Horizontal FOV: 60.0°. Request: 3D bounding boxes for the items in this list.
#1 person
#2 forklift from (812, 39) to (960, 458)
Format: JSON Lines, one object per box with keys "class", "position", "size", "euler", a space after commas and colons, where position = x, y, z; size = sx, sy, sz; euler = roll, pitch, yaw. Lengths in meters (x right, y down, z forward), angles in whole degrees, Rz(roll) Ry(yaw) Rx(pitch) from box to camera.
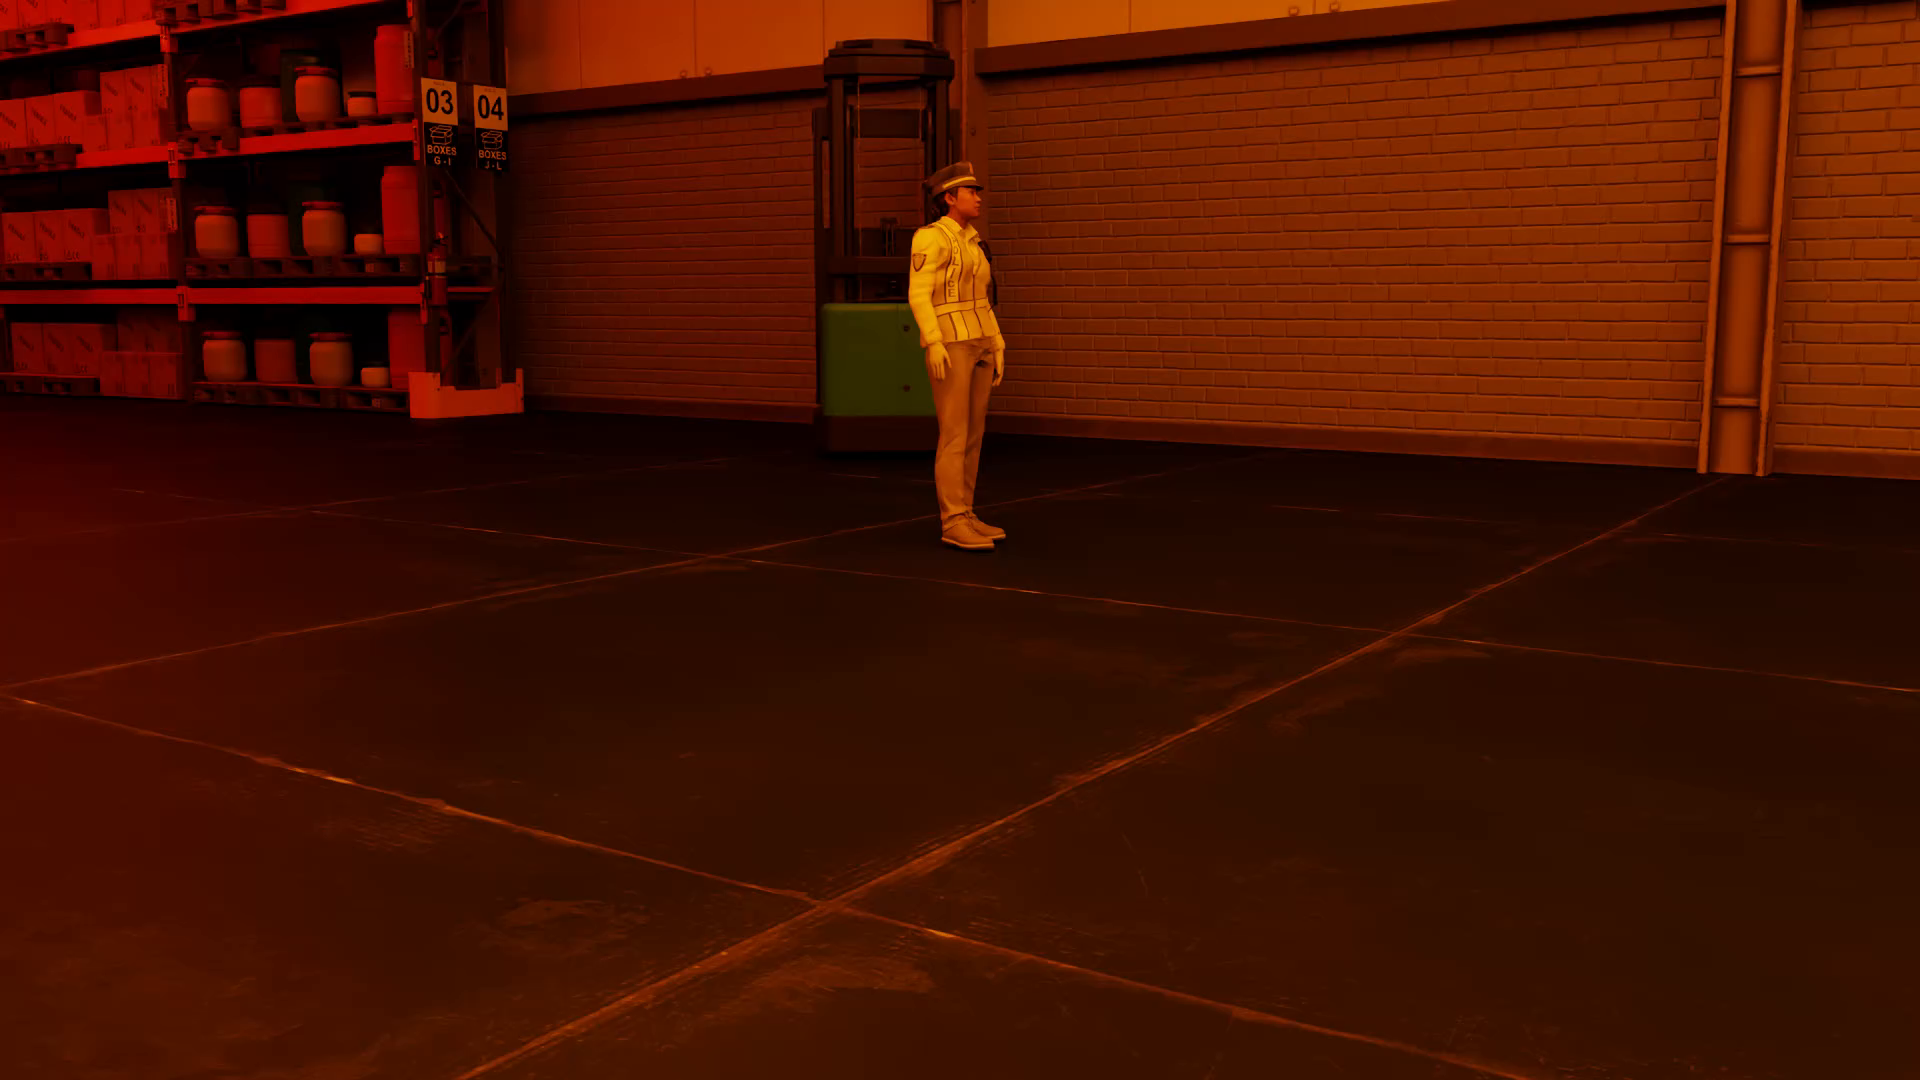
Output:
{"class": "person", "position": [0.053, -0.840, 7.439], "size": [0.530, 1.694, 0.586], "euler": [5, 10, 34]}
{"class": "forklift", "position": [-0.567, -2.201, 12.672], "size": [1.130, 2.935, 3.031], "euler": [-1, 8, -5]}
